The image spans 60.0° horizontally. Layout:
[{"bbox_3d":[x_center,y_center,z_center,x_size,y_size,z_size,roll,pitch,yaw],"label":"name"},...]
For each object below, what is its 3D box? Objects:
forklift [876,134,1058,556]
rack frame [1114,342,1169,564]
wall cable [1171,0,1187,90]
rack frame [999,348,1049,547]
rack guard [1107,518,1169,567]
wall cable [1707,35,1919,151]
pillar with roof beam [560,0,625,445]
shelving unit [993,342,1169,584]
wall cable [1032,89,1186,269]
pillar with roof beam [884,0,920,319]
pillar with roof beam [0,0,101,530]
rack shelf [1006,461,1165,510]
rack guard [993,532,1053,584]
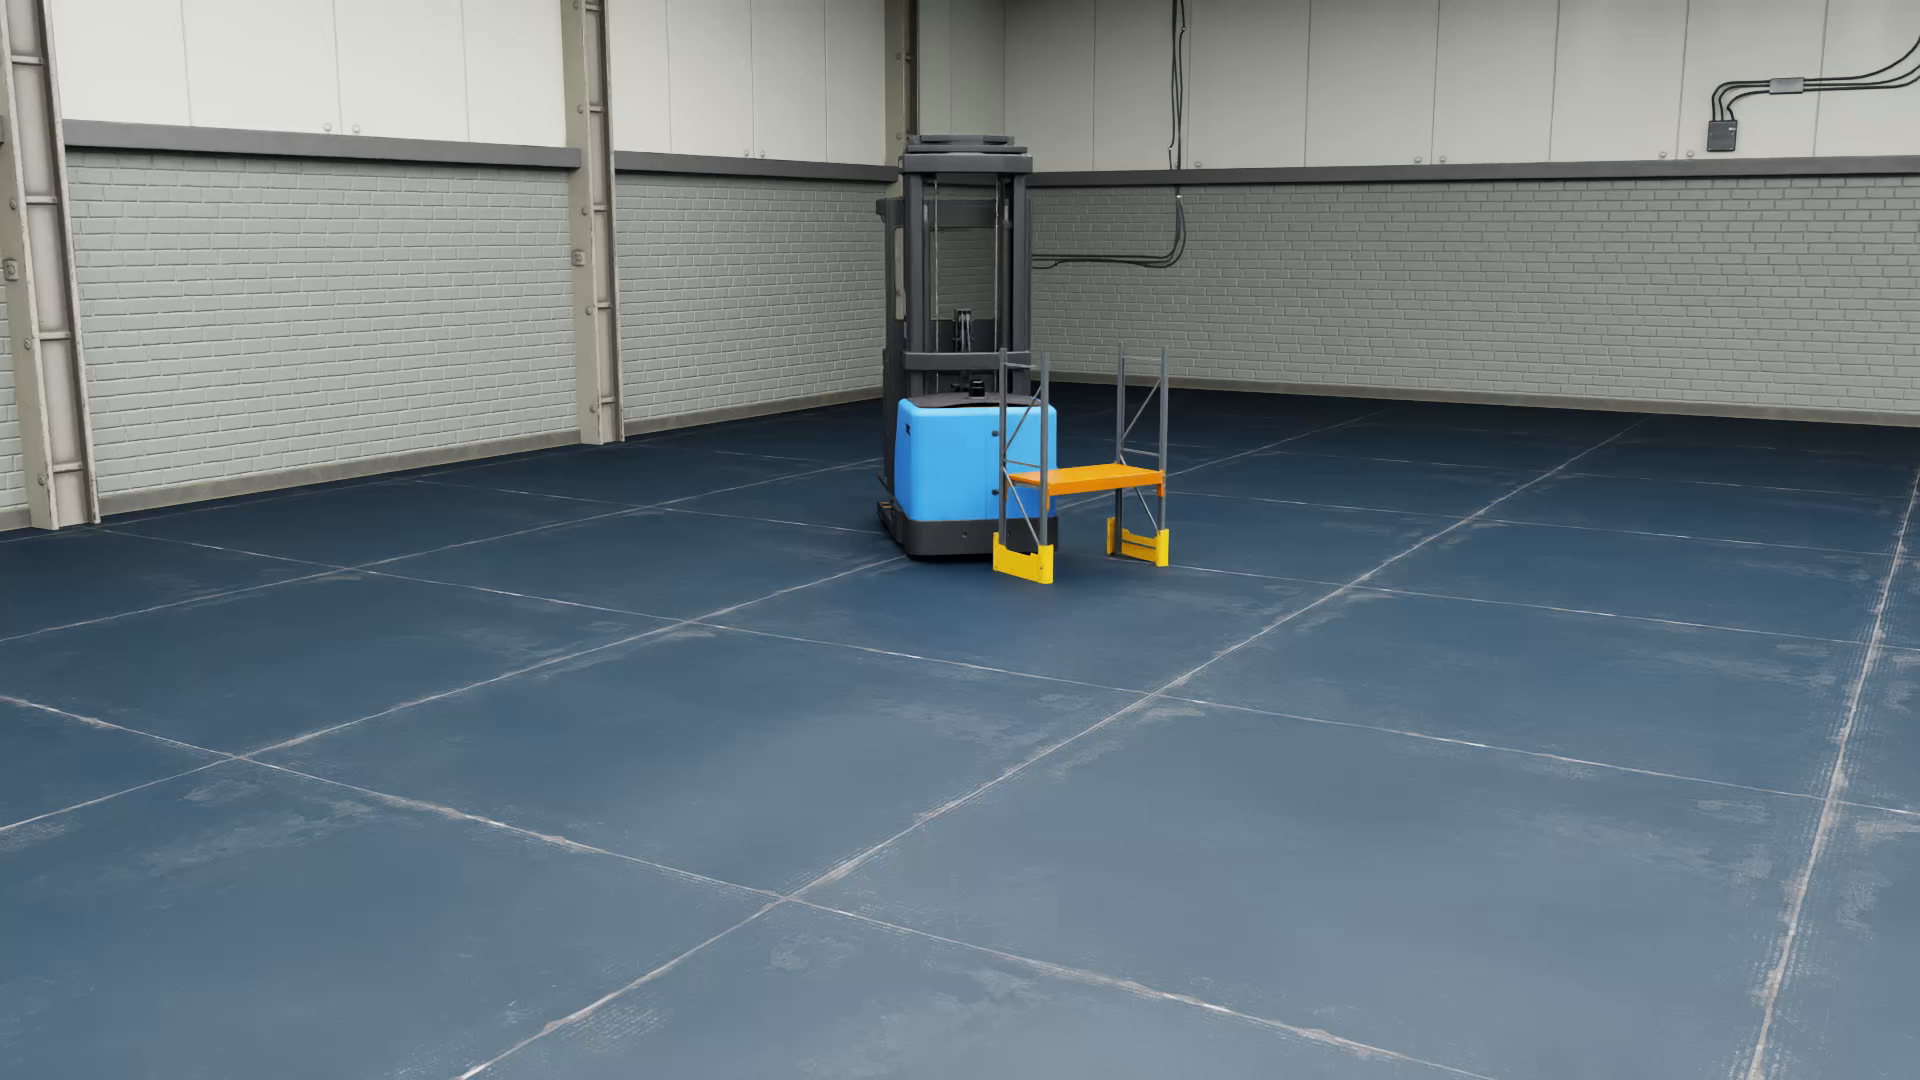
[{"bbox_3d":[-0.049,-1.551,12.689,1.130,2.935,3.031,-2,11,-9],"label":"forklift"},{"bbox_3d":[1.254,-0.604,11.517,0.032,1.500,0.500,-7,13,-34],"label":"rack frame"},{"bbox_3d":[4.197,-7.468,22.518,3.097,2.526,0.112,6,12,31],"label":"wall cable"},{"bbox_3d":[0.415,-0.498,10.952,0.032,1.500,0.500,-7,13,-34],"label":"rack frame"},{"bbox_3d":[1.238,0.013,11.621,0.087,0.250,0.587,-7,13,-34],"label":"rack guard"},{"bbox_3d":[9.990,-7.532,18.907,2.305,6.003,0.169,6,12,31],"label":"wall cable"},{"bbox_3d":[-0.211,-5.078,15.040,9.100,9.000,0.400,6,12,31],"label":"pillar with roof beam"},{"bbox_3d":[0.827,-0.550,11.230,1.083,1.500,0.587,-7,13,-34],"label":"shelving unit"},{"bbox_3d":[1.885,-5.244,24.363,3.097,2.526,0.112,6,12,31],"label":"wall cable"},{"bbox_3d":[2.904,-6.022,20.081,9.100,9.000,0.400,6,12,31],"label":"pillar with roof beam"},{"bbox_3d":[-3.326,-4.135,10.000,9.100,9.000,0.400,6,12,31],"label":"pillar with roof beam"},{"bbox_3d":[0.834,-0.374,11.268,1.000,0.185,0.538,-7,13,-34],"label":"rack shelf"},{"bbox_3d":[0.416,0.116,11.068,0.087,0.250,0.587,-7,13,-34],"label":"rack guard"}]
